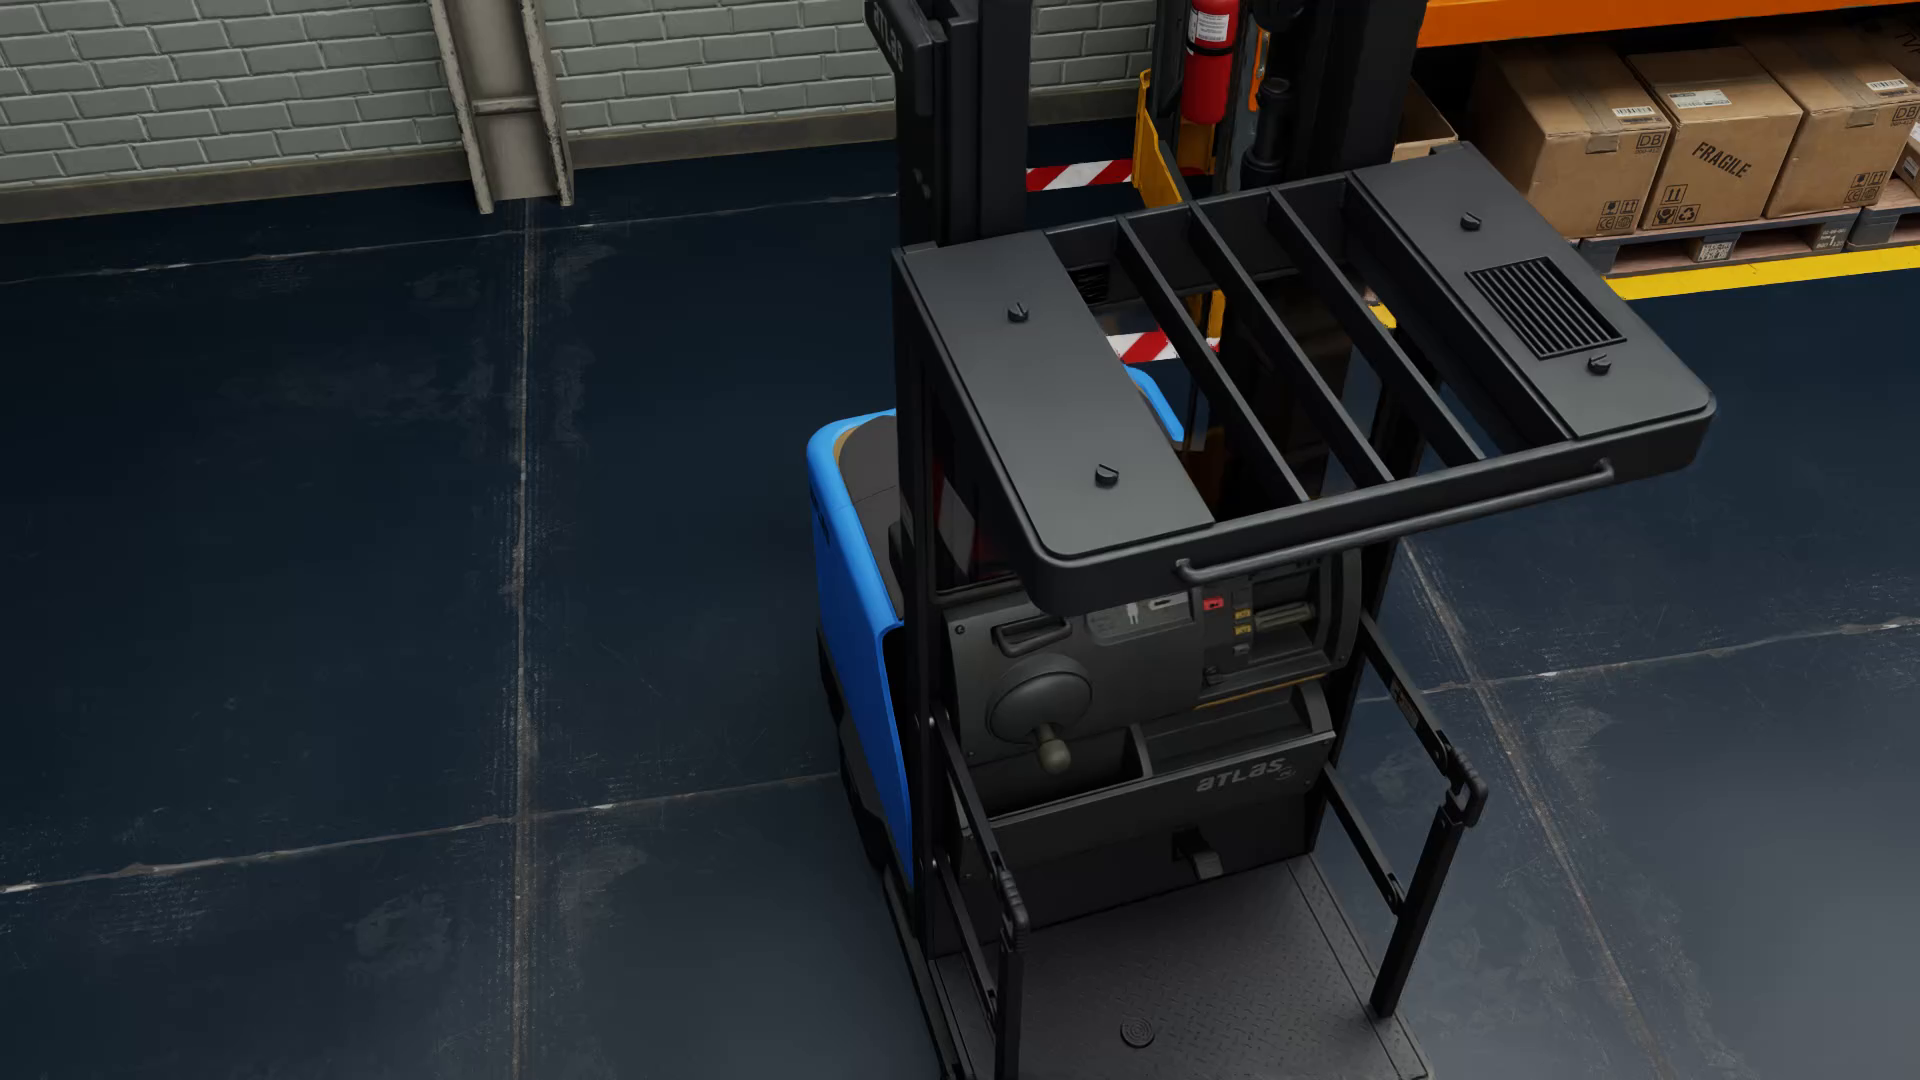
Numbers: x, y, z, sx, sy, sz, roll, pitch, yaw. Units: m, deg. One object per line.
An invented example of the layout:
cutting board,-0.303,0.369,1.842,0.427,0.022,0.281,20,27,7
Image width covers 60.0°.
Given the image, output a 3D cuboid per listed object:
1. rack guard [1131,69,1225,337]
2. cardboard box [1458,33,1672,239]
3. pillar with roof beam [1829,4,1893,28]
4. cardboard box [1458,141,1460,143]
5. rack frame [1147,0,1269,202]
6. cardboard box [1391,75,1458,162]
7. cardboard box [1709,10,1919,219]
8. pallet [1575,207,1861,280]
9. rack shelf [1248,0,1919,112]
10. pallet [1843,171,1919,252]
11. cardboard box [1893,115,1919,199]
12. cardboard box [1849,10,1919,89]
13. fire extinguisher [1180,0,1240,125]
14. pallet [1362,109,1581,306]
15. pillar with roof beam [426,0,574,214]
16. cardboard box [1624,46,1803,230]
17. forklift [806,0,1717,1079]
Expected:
rack guard,1.006,-1.397,6.749,0.348,0.500,1.175,-7,46,-7
cardboard box,2.399,-1.618,6.670,0.500,0.500,0.700,-5,46,-5
pillar with roof beam,4.767,-2.327,1.743,0.400,9.000,9.100,-7,46,-7
cardboard box,1.976,-1.444,6.746,0.250,0.149,0.380,-9,47,-8
rack frame,0.931,-2.255,5.839,0.127,3.000,1.000,-7,46,-7
cardboard box,1.550,-1.542,6.595,0.637,0.503,0.797,-9,47,-8
cardboard box,3.422,-1.746,6.793,0.500,0.500,0.700,-9,47,-8
pallet,2.991,-1.542,7.090,1.213,0.211,1.003,-7,46,-7
rack shelf,2.902,-2.251,6.335,4.000,0.370,1.077,-7,46,-7
pallet,4.196,-1.695,7.236,1.213,0.211,1.003,-7,46,-7
cardboard box,4.022,-1.622,6.837,0.258,0.266,0.396,-6,46,-5
cardboard box,4.182,-2.045,7.213,0.500,0.311,0.500,-6,46,-5
fire extinguisher,0.865,-1.752,5.668,0.183,0.674,0.296,-7,46,-7
pallet,1.792,-1.395,6.948,1.213,0.211,1.003,-7,46,-7
pillar with roof beam,-1.145,-1.590,1.033,0.400,9.000,9.100,-7,46,-7
cardboard box,2.937,-1.612,6.665,0.500,0.500,0.500,-6,46,-6
forklift,0.493,0.322,3.405,1.130,2.935,3.031,-13,47,-12
